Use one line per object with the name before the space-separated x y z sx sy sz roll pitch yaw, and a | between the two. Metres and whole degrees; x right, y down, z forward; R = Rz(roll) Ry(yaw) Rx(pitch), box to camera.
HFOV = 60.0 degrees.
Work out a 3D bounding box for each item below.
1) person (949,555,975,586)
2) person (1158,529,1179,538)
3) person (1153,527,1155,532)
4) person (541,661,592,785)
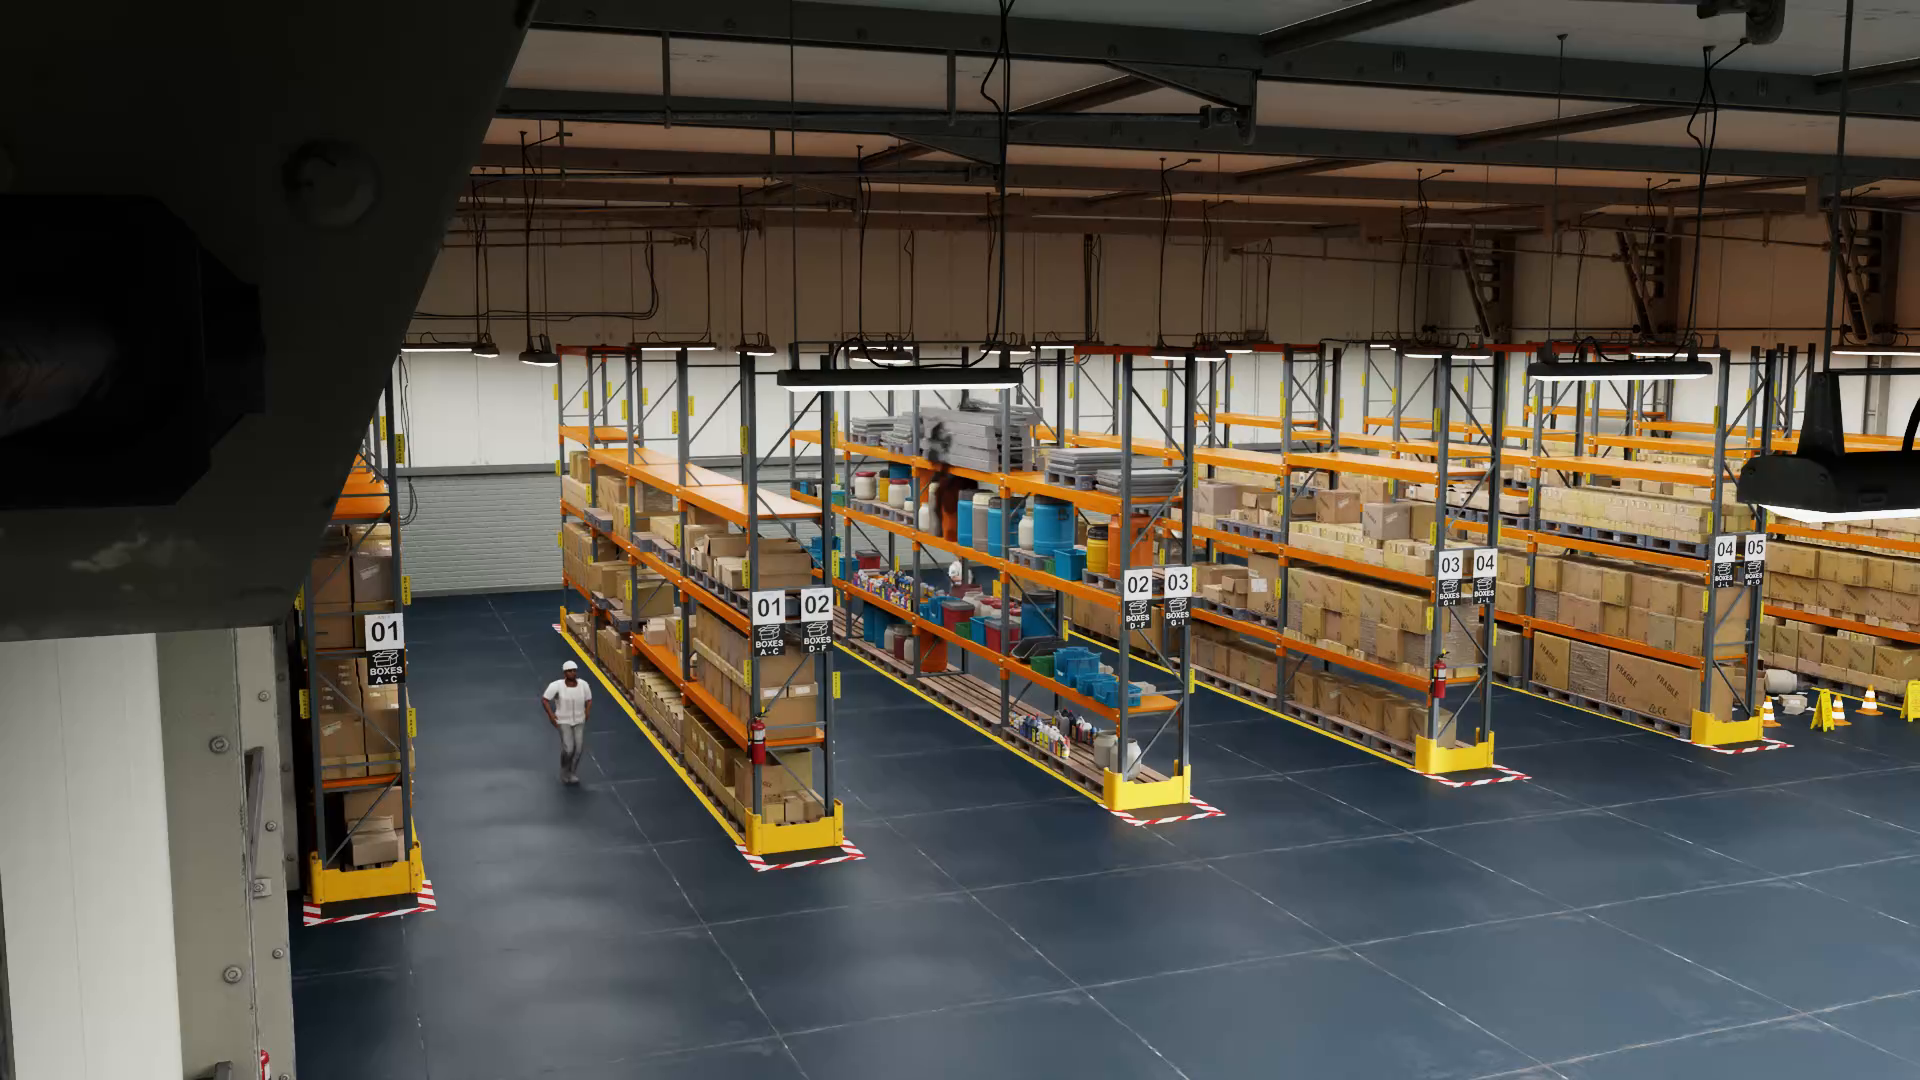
person | -0.004 1.064 34.482 0.636 1.820 0.907 -5 9 -35
person | 5.026 0.302 41.040 0.532 1.693 0.684 -7 10 -42
person | 4.546 0.396 40.835 0.668 1.518 0.503 5 9 36
person | -5.398 2.547 23.088 0.679 1.749 0.534 -4 8 -31
